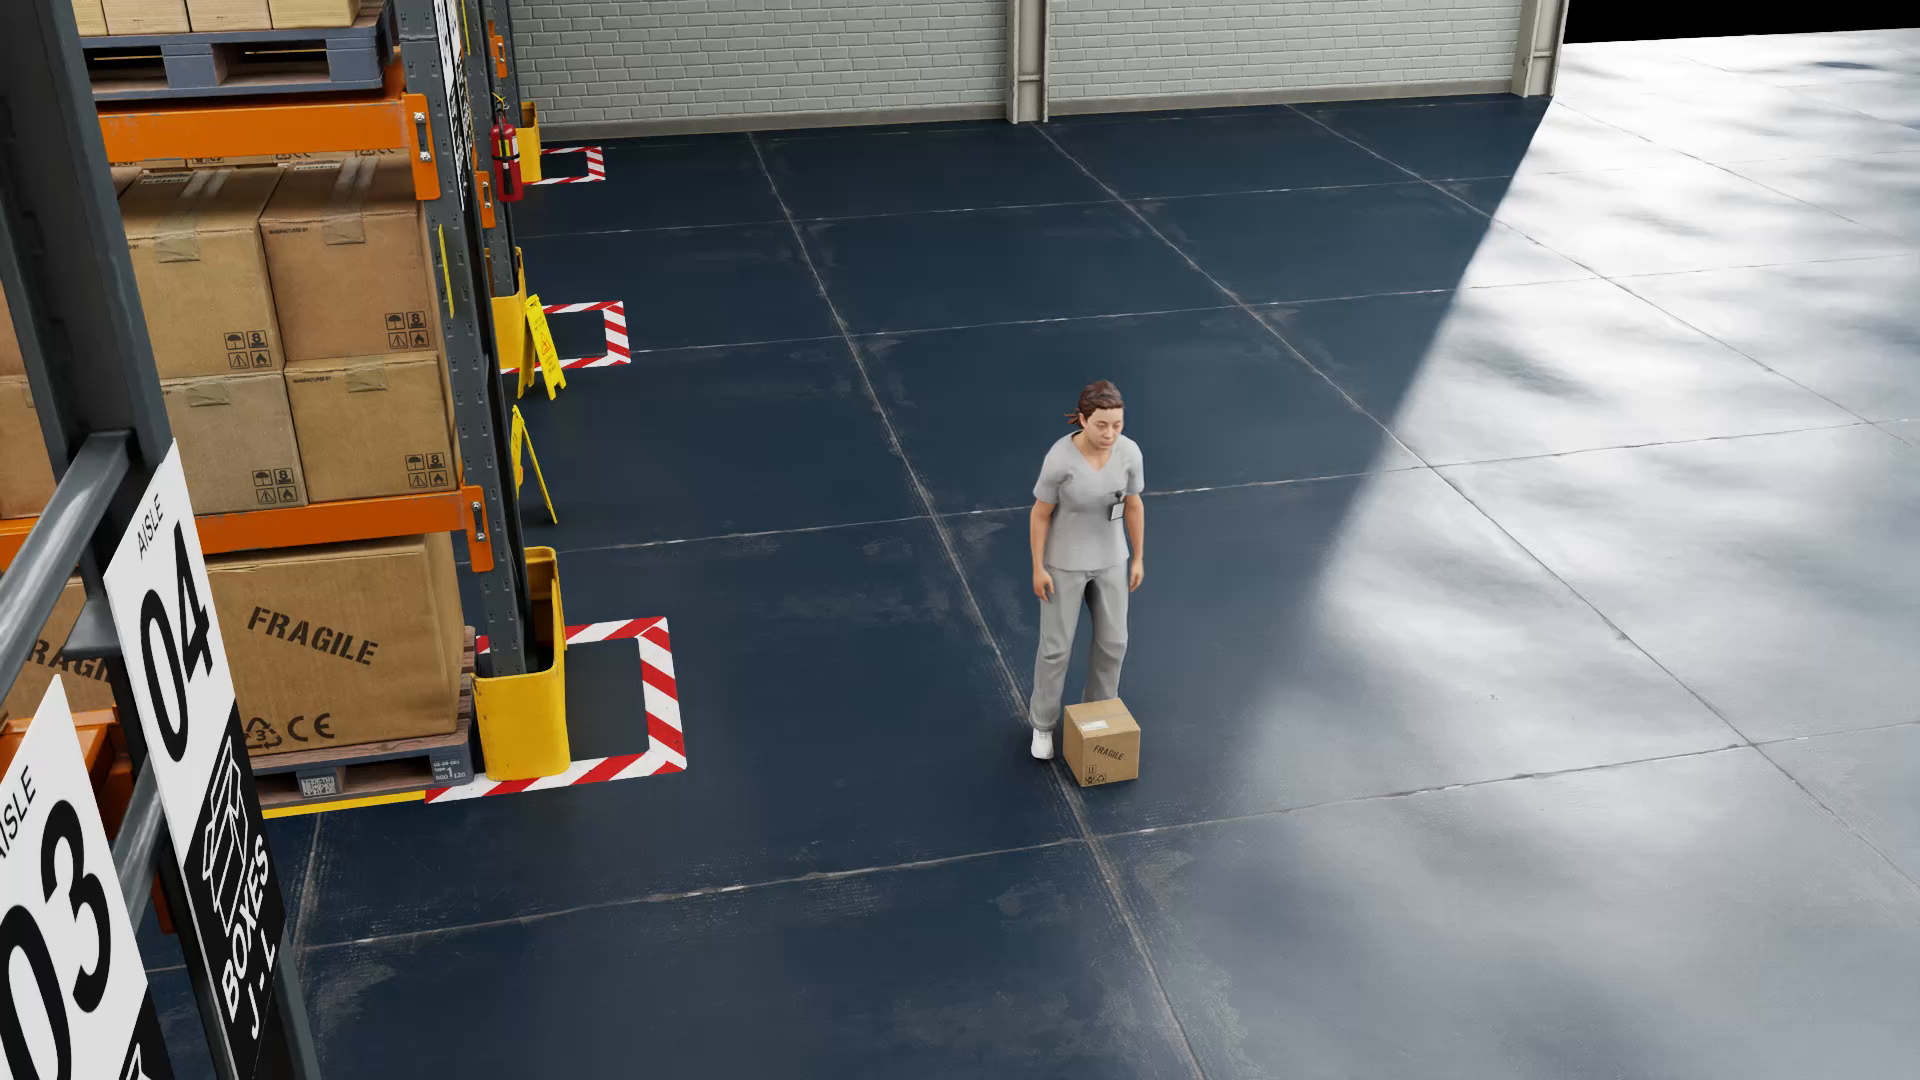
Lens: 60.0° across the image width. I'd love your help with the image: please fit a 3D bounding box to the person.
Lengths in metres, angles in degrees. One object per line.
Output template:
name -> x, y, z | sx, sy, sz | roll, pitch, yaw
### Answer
person -> 0.526, 0.111, 6.899 | 0.496, 1.672, 0.355 | -6, 28, -12
